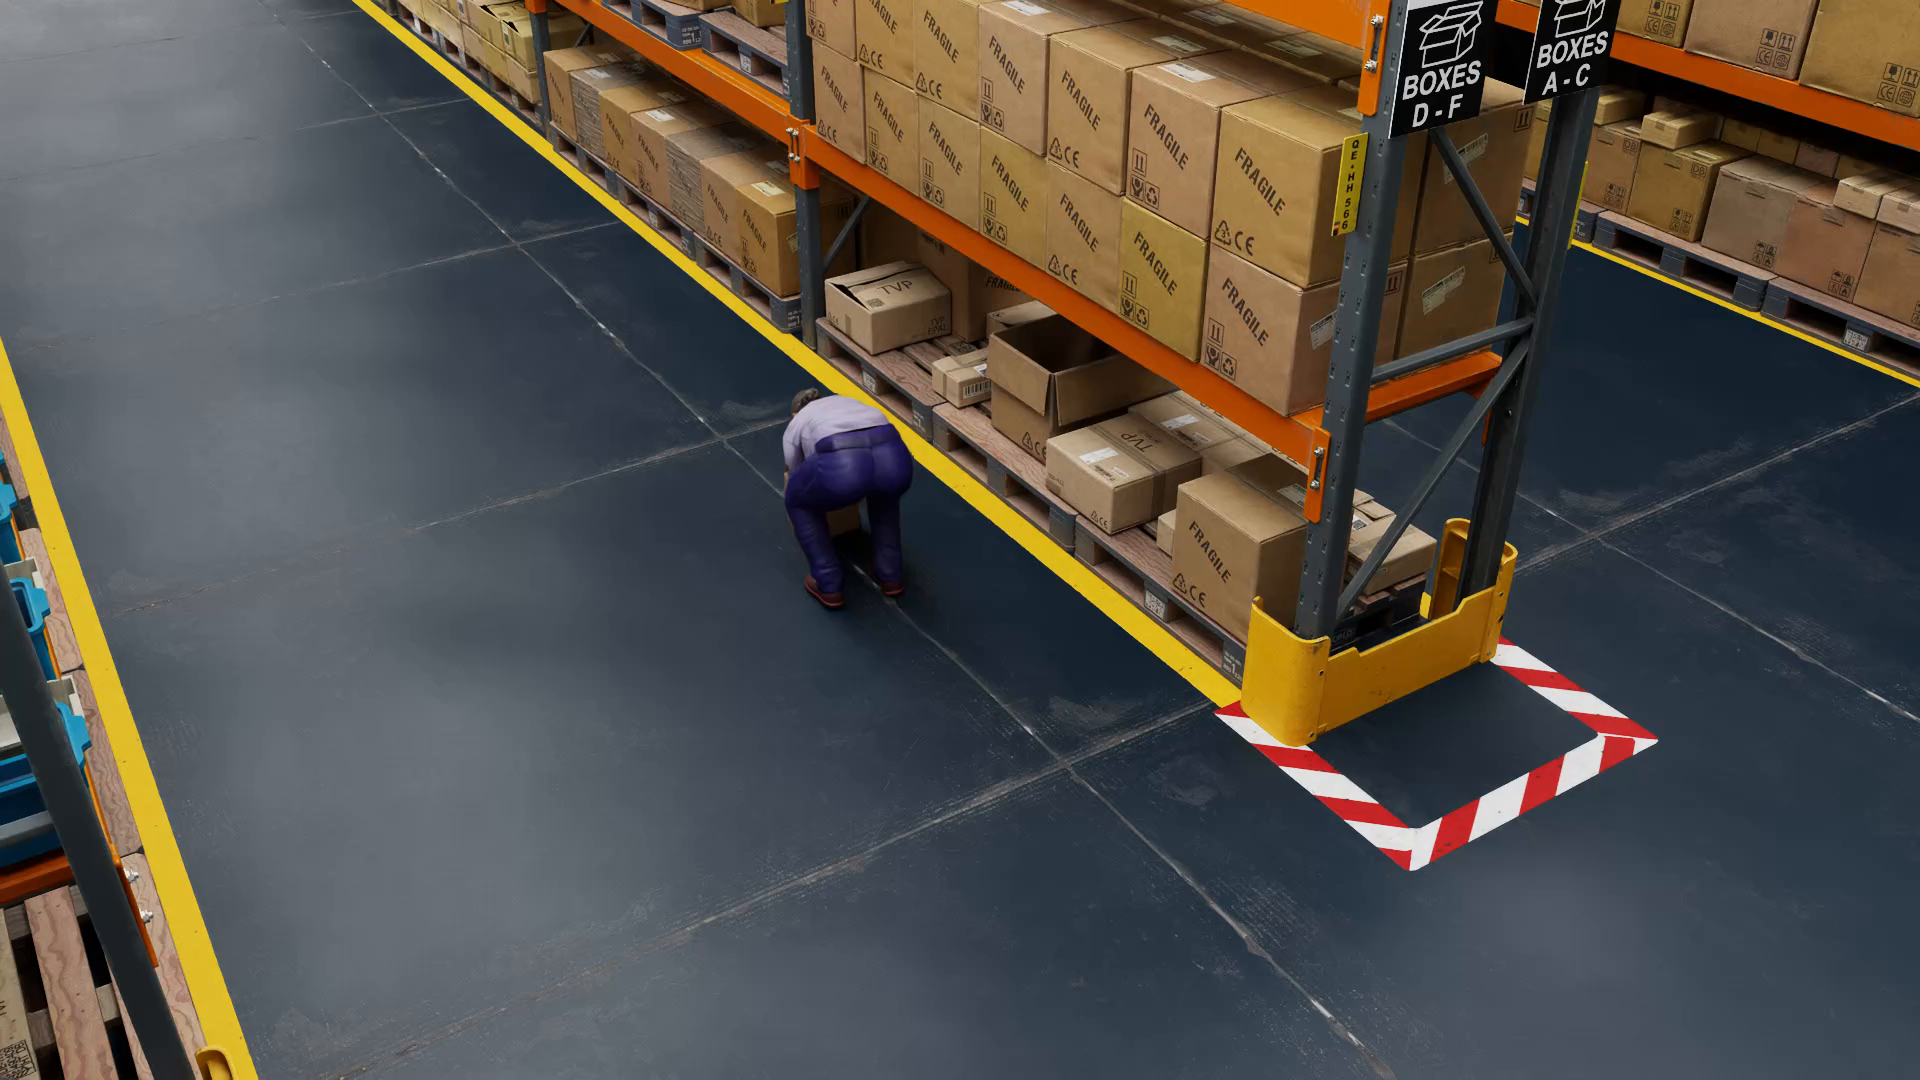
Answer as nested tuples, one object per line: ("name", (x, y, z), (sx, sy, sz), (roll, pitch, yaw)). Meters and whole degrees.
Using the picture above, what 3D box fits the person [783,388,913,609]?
("person", (-0.521, -0.236, 7.228), (0.515, 0.881, 0.898), (-13, 35, -19))
